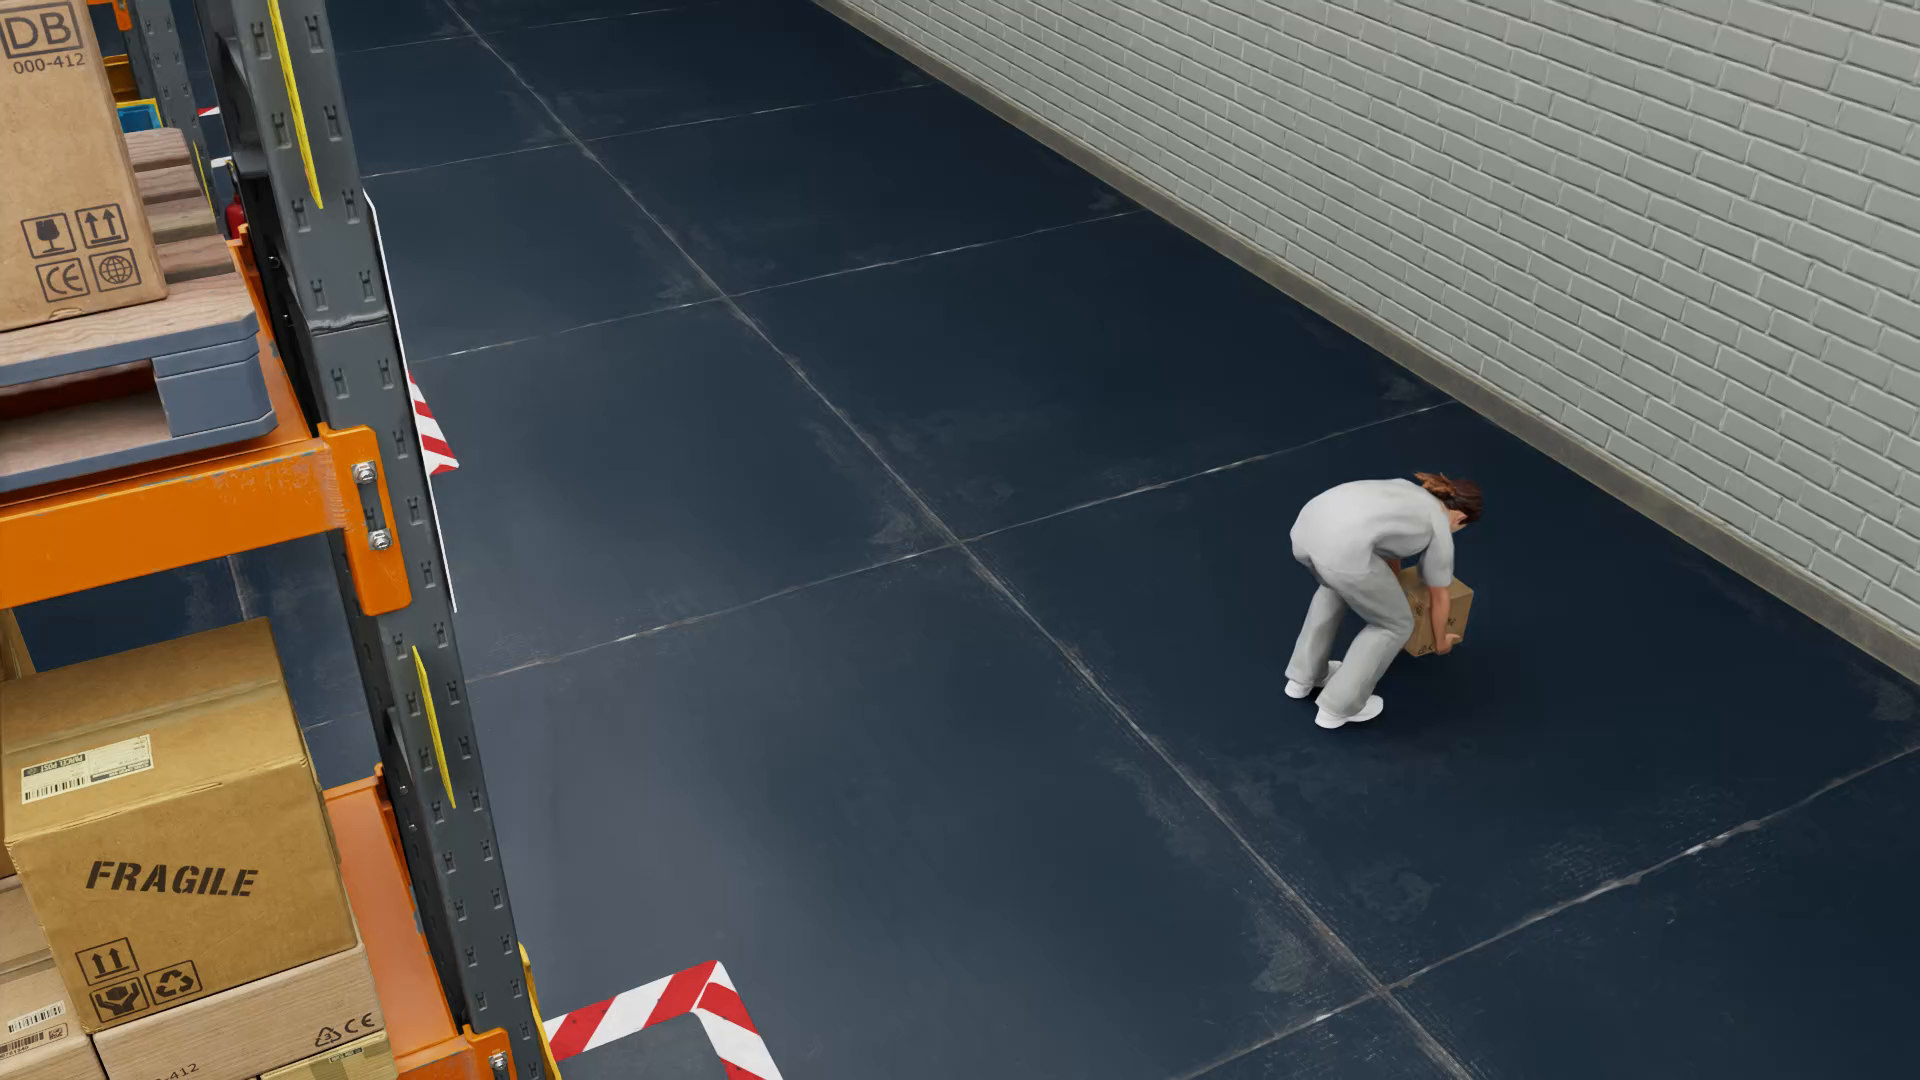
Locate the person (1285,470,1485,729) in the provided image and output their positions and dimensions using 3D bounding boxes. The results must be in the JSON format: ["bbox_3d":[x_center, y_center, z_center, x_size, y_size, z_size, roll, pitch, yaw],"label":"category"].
[{"bbox_3d":[1.653,0.183,6.490,0.864,0.986,0.452,-18,37,-25],"label":"person"}]
